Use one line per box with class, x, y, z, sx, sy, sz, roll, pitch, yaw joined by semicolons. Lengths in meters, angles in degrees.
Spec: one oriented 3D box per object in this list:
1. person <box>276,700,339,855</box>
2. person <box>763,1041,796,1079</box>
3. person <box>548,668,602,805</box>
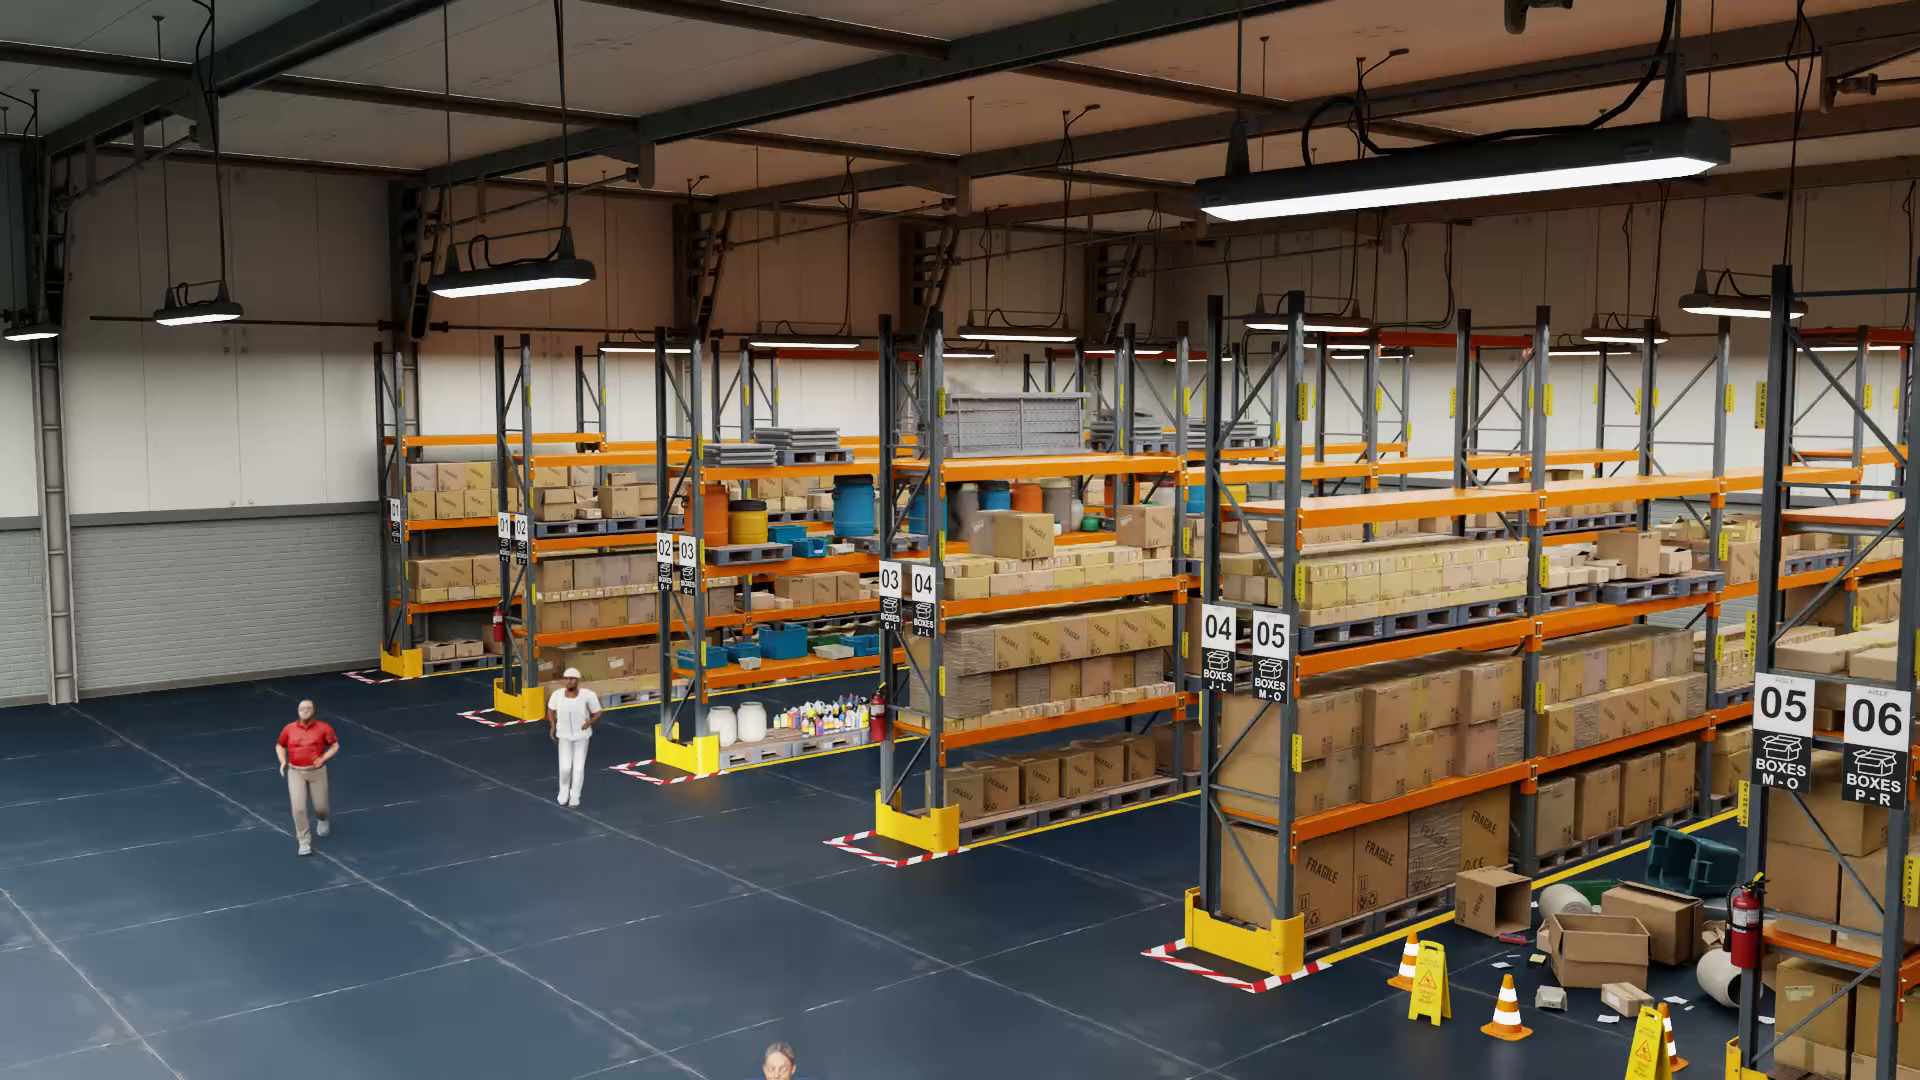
person;-7.319;2.627;18.650;0.672;1.682;0.758;-1;5;-15
person;-0.990;3.538;8.935;0.543;1.701;0.725;0;5;-5
person;-4.751;2.432;20.450;0.676;1.729;0.614;-1;5;-7
